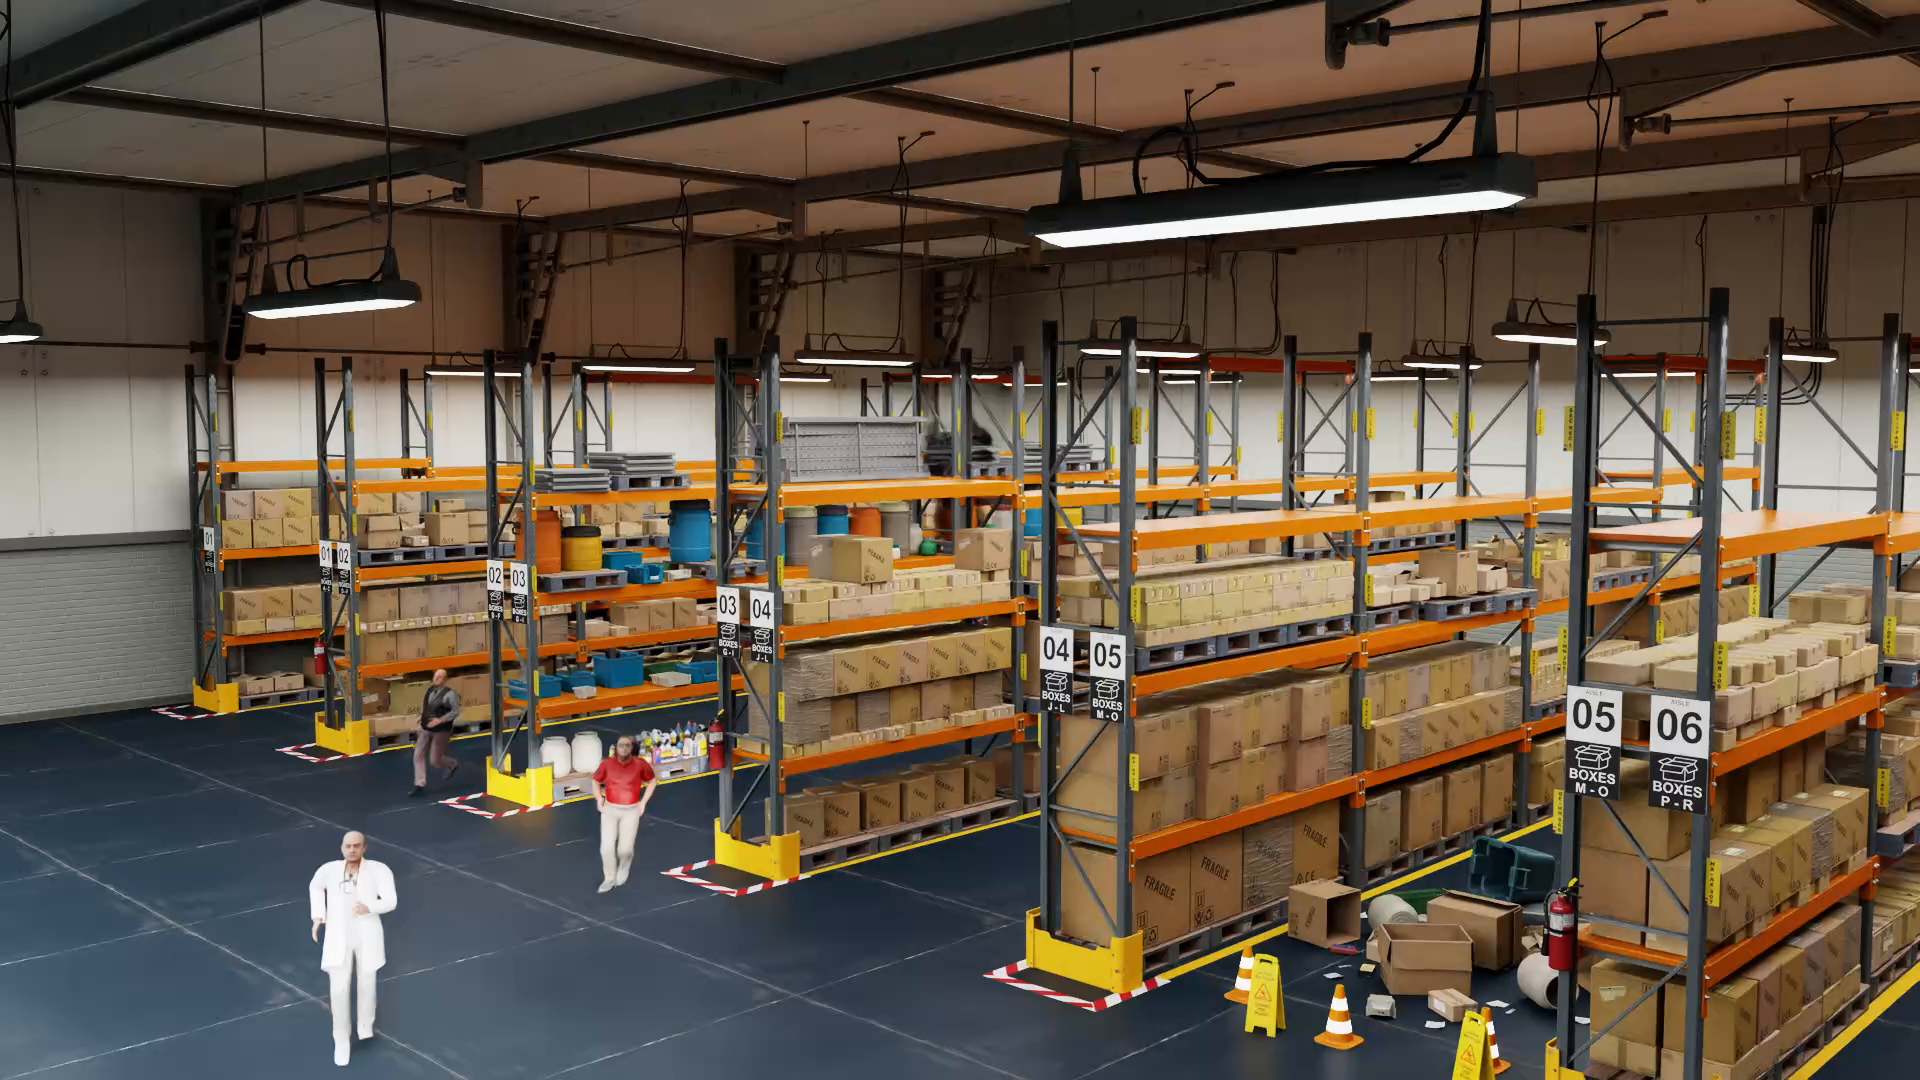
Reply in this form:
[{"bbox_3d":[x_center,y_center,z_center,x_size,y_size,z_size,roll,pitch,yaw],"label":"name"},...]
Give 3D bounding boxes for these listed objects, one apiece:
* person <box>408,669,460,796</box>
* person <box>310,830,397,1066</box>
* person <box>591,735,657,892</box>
[{"bbox_3d":[-7.104,2.598,22.668,0.698,1.699,0.822,2,5,24],"label":"person"},{"bbox_3d":[-4.880,3.260,13.398,0.673,1.845,0.819,-1,5,-18],"label":"person"},{"bbox_3d":[-3.646,2.955,17.938,0.681,1.686,0.547,0,4,-1],"label":"person"}]
